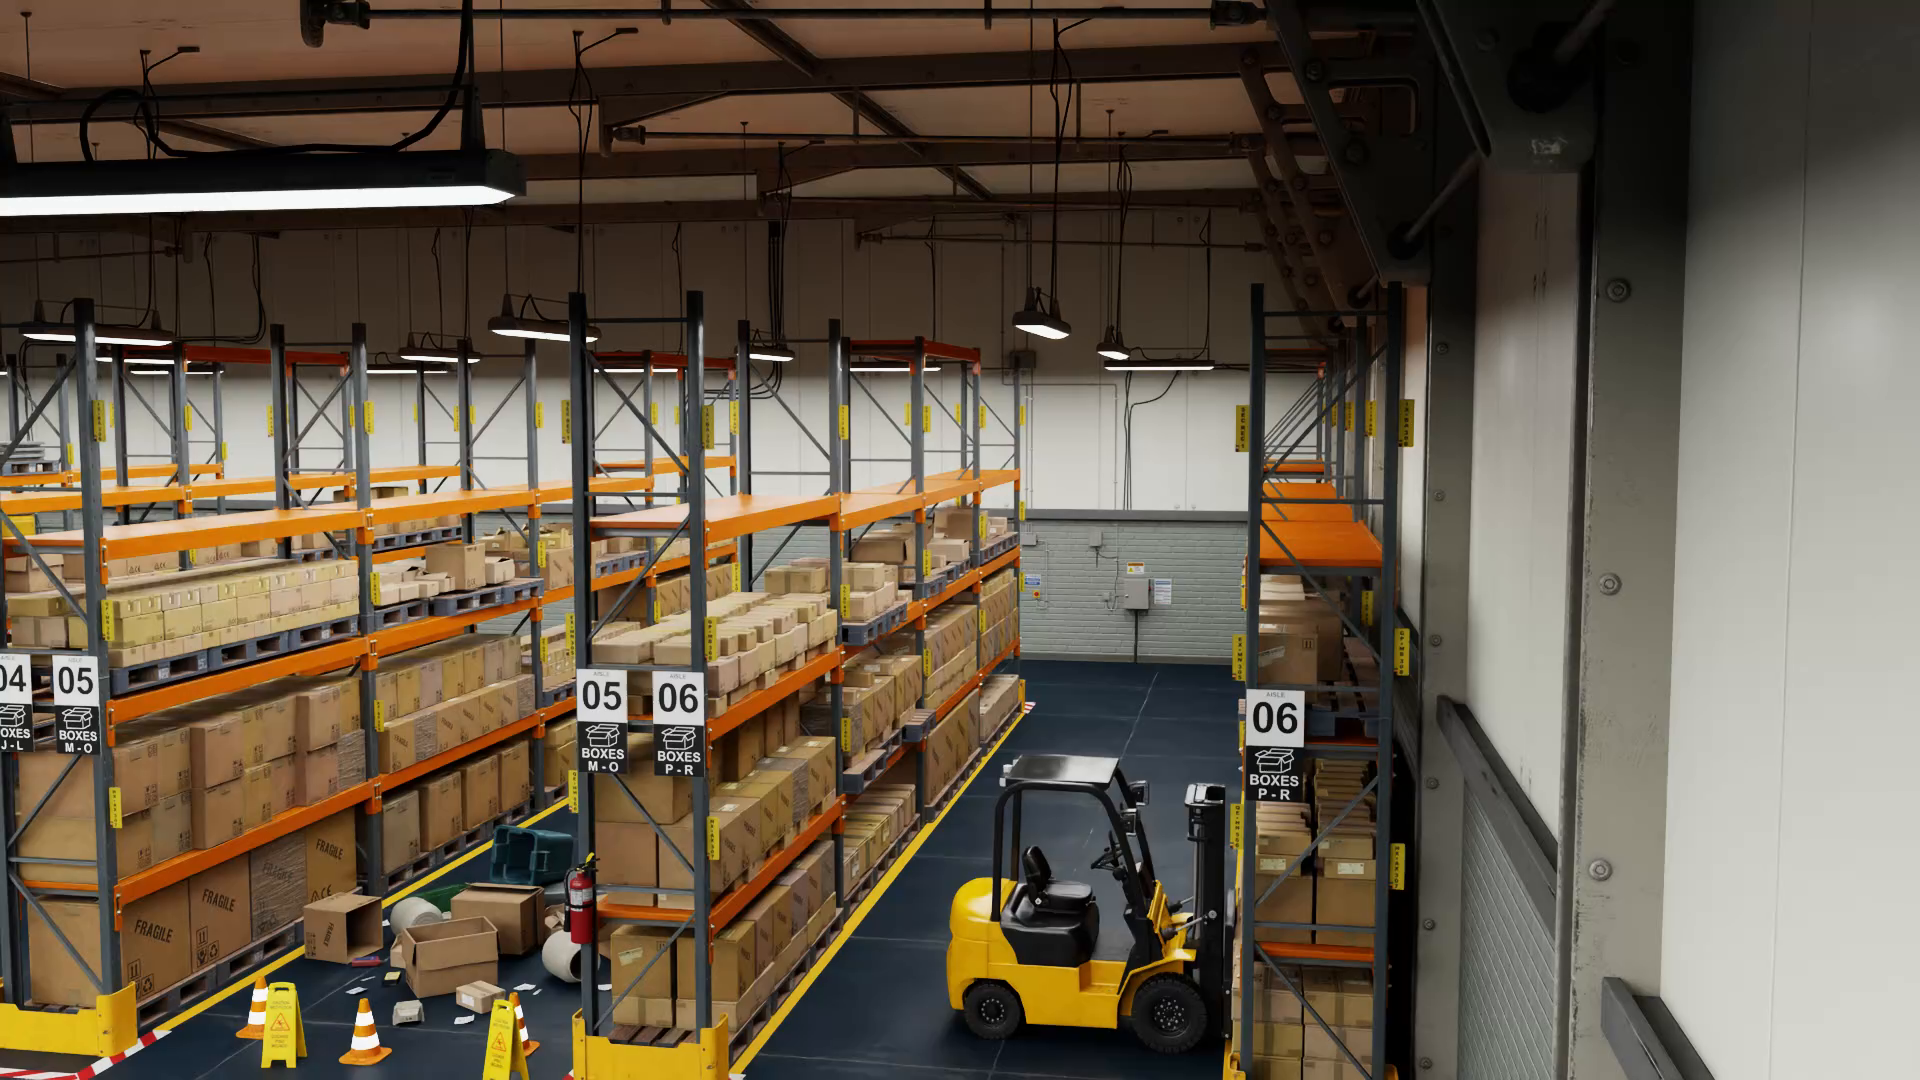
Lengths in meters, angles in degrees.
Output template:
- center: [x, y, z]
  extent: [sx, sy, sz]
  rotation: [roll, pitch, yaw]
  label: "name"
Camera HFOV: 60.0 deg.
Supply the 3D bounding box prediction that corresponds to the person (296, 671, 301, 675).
- center: [-9.044, 2.516, 22.555]
  extent: [0.527, 1.683, 0.459]
  rotation: [1, 5, 18]
  label: "person"
